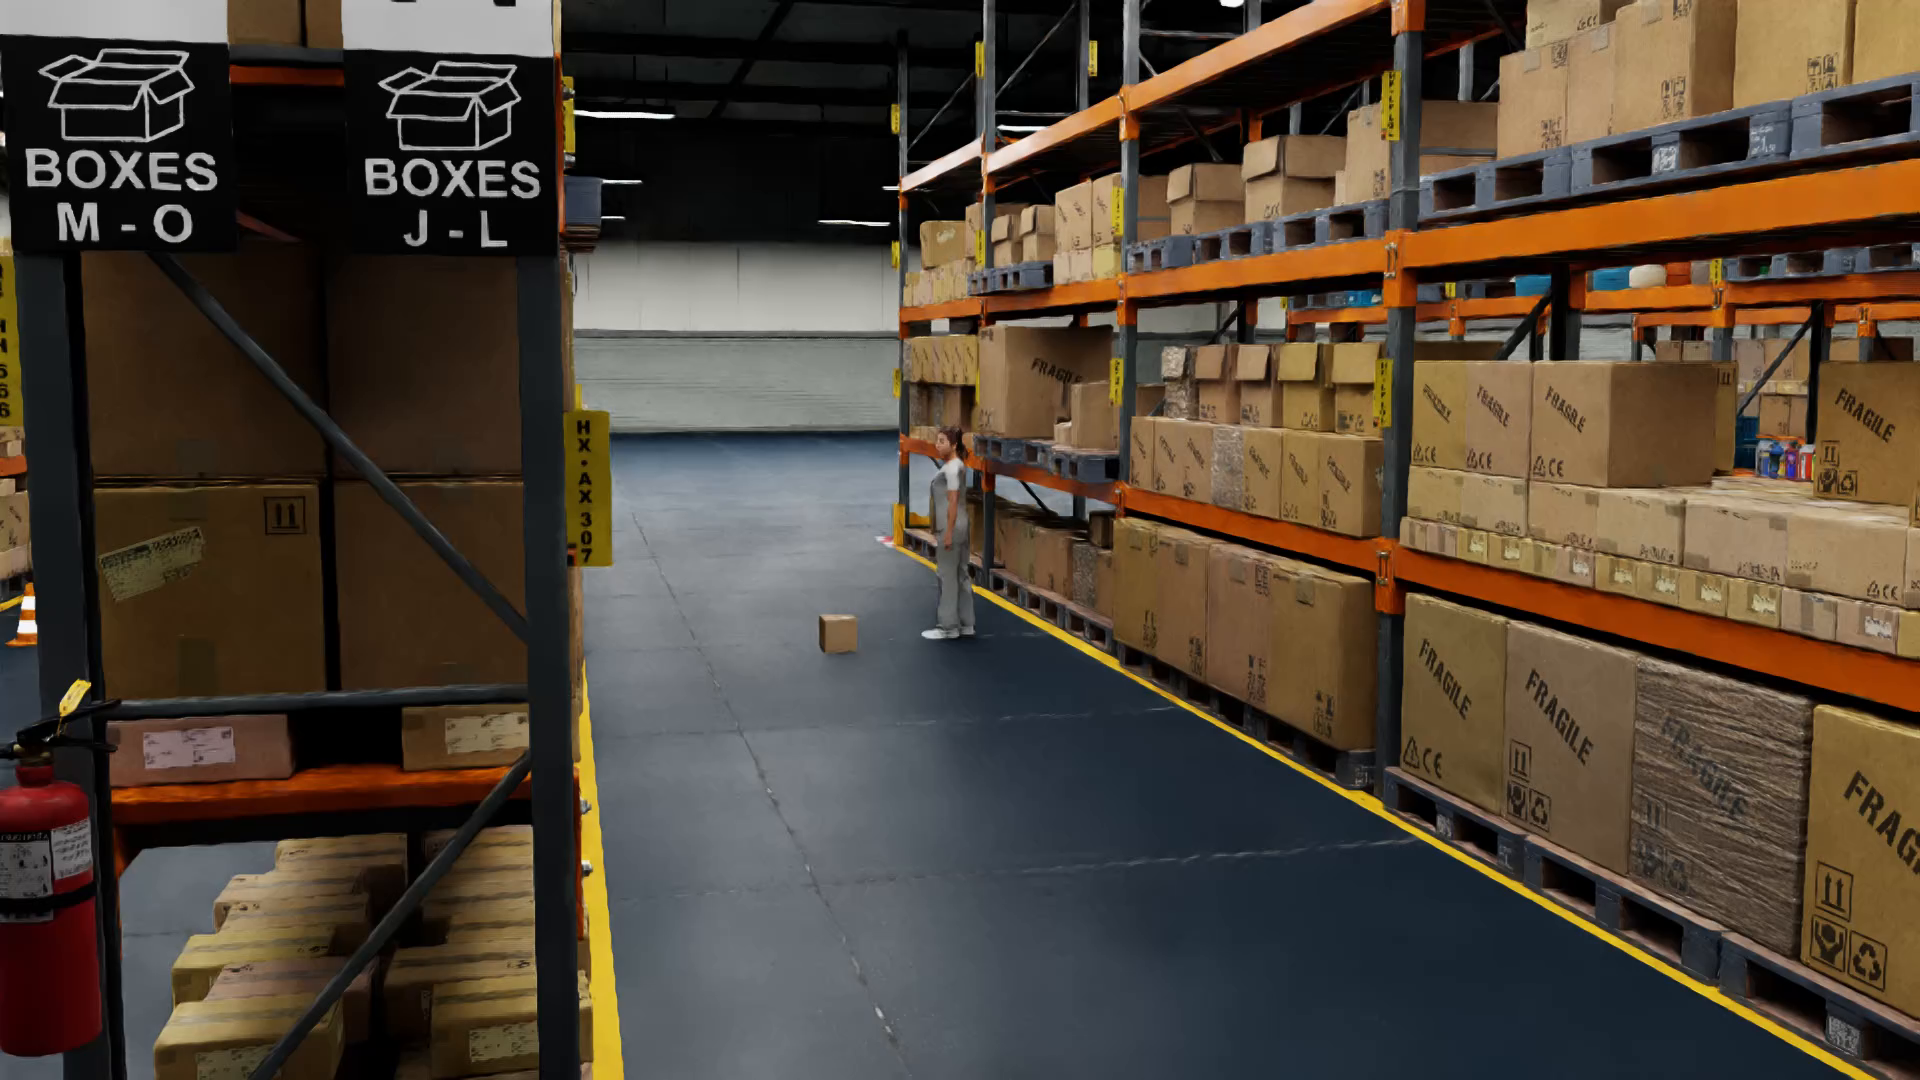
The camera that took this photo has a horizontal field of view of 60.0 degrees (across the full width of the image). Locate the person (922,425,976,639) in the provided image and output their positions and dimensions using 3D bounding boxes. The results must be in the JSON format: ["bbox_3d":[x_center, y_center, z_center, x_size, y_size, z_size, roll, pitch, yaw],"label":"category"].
[{"bbox_3d":[-0.082,-0.064,13.127,0.403,1.654,0.462,1,6,7],"label":"person"}]
